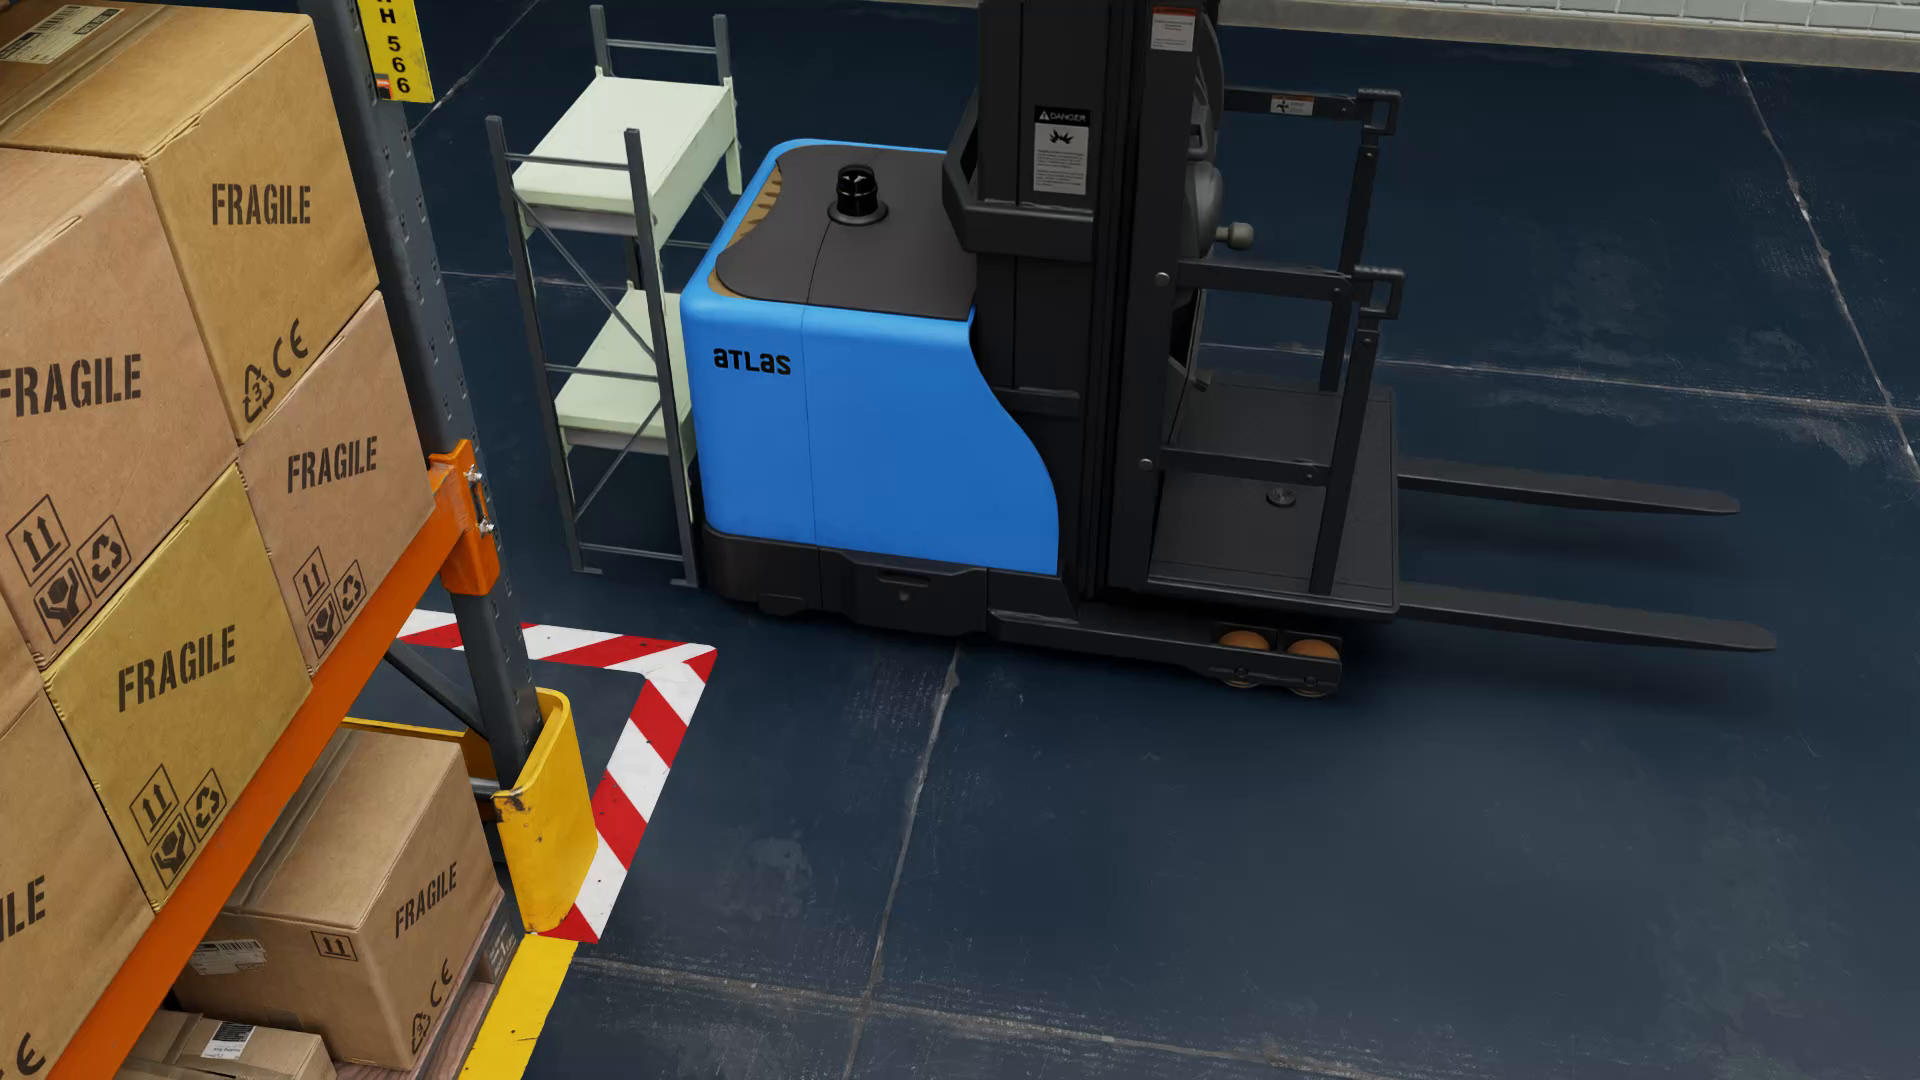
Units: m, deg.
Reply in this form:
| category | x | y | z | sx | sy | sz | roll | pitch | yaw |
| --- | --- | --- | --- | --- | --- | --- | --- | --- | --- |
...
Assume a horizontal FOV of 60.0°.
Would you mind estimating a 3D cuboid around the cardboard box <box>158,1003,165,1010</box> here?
| category | x | y | z | sx | sy | sz | roll | pitch | yaw |
| --- | --- | --- | --- | --- | --- | --- | --- | --- | --- |
| cardboard box | -1.977 | 1.109 | 3.368 | 0.500 | 0.250 | 0.500 | 6 | 40 | 8 |

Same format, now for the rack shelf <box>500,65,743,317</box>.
| category | x | y | z | sx | sy | sz | roll | pitch | yaw |
| --- | --- | --- | --- | --- | --- | --- | --- | --- | --- |
| rack shelf | -0.925 | -0.991 | 4.659 | 0.431 | 0.370 | 0.720 | 7 | 40 | 8 |

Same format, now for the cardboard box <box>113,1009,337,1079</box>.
| category | x | y | z | sx | sy | sz | roll | pitch | yaw |
| --- | --- | --- | --- | --- | --- | --- | --- | --- | --- |
| cardboard box | -1.527 | 1.130 | 3.408 | 0.380 | 0.166 | 0.250 | 6 | 40 | 8 |

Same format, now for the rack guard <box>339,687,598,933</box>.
| category | x | y | z | sx | sy | sz | roll | pitch | yaw |
| --- | --- | --- | --- | --- | --- | --- | --- | --- | --- |
| rack guard | -1.530 | 0.606 | 4.125 | 1.175 | 0.500 | 0.348 | 6 | 40 | 8 |

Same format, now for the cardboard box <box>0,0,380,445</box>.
| category | x | y | z | sx | sy | sz | roll | pitch | yaw |
| --- | --- | --- | --- | --- | --- | --- | --- | --- | --- |
| cardboard box | -1.323 | -0.519 | 2.661 | 0.500 | 0.500 | 0.500 | 6 | 40 | 7 |

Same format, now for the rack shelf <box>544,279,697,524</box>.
| category | x | y | z | sx | sy | sz | roll | pitch | yaw |
| --- | --- | --- | --- | --- | --- | --- | --- | --- | --- |
| rack shelf | -0.925 | -0.439 | 5.116 | 0.431 | 0.370 | 0.720 | 7 | 40 | 8 |

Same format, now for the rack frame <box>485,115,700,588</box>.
| category | x | y | z | sx | sy | sz | roll | pitch | yaw |
| --- | --- | --- | --- | --- | --- | --- | --- | --- | --- |
| rack frame | -0.995 | -0.462 | 4.631 | 0.400 | 1.500 | 0.023 | 7 | 40 | 8 |

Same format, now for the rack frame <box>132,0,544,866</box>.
| category | x | y | z | sx | sy | sz | roll | pitch | yaw |
| --- | --- | --- | --- | --- | --- | --- | --- | --- | --- |
| rack frame | -1.517 | -0.405 | 3.386 | 1.000 | 3.000 | 0.127 | 6 | 40 | 8 |

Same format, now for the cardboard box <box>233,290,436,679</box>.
| category | x | y | z | sx | sy | sz | roll | pitch | yaw |
| --- | --- | --- | --- | --- | --- | --- | --- | --- | --- |
| cardboard box | -1.326 | -0.133 | 2.978 | 0.500 | 0.500 | 0.500 | 8 | 40 | 9 |

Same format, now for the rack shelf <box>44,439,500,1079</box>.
| category | x | y | z | sx | sy | sz | roll | pitch | yaw |
| --- | --- | --- | --- | --- | --- | --- | --- | --- | --- |
| rack shelf | -1.863 | 1.127 | 2.097 | 1.077 | 0.370 | 4.000 | 6 | 40 | 8 |

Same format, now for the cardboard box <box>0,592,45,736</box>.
| category | x | y | z | sx | sy | sz | roll | pitch | yaw |
| --- | --- | --- | --- | --- | --- | --- | --- | --- | --- |
| cardboard box | -1.494 | 0.124 | 1.883 | 0.500 | 0.500 | 0.500 | 7 | 40 | 9 |

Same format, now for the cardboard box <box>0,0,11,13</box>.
| category | x | y | z | sx | sy | sz | roll | pitch | yaw |
| --- | --- | --- | --- | --- | --- | --- | --- | --- | --- |
| cardboard box | -1.853 | -0.580 | 2.734 | 0.500 | 0.500 | 0.500 | 8 | 40 | 9 |

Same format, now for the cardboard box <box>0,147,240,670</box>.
| category | x | y | z | sx | sy | sz | roll | pitch | yaw |
| --- | --- | --- | --- | --- | --- | --- | --- | --- | --- |
| cardboard box | -1.409 | -0.202 | 2.278 | 0.500 | 0.500 | 0.500 | 7 | 40 | 9 |

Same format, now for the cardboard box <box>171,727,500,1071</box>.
| category | x | y | z | sx | sy | sz | roll | pitch | yaw |
| --- | --- | --- | --- | --- | --- | --- | --- | --- | --- |
| cardboard box | -1.368 | 0.757 | 3.597 | 0.500 | 0.500 | 0.500 | 6 | 40 | 8 |

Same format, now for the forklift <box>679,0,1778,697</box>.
| category | x | y | z | sx | sy | sz | roll | pitch | yaw |
| --- | --- | --- | --- | --- | --- | --- | --- | --- | --- |
| forklift | 0.812 | -1.055 | 4.225 | 3.031 | 2.935 | 1.130 | 7 | 40 | 8 |

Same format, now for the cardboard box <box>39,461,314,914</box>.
| category | x | y | z | sx | sy | sz | roll | pitch | yaw |
| --- | --- | --- | --- | --- | --- | --- | --- | --- | --- |
| cardboard box | -1.412 | 0.193 | 2.584 | 0.500 | 0.500 | 0.500 | 7 | 40 | 8 |

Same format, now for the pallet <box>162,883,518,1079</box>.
| category | x | y | z | sx | sy | sz | roll | pitch | yaw |
| --- | --- | --- | --- | --- | --- | --- | --- | --- | --- |
| pallet | -1.667 | 1.218 | 3.612 | 1.003 | 0.211 | 1.213 | 6 | 40 | 8 |

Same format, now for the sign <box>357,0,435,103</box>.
| category | x | y | z | sx | sy | sz | roll | pitch | yaw |
| --- | --- | --- | --- | --- | --- | --- | --- | --- | --- |
| sign | -0.973 | -0.900 | 2.827 | 0.100 | 0.325 | 0.005 | 6 | 40 | 8 |

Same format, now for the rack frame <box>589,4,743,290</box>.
| category | x | y | z | sx | sy | sz | roll | pitch | yaw |
| --- | --- | --- | --- | --- | --- | --- | --- | --- | --- |
| rack frame | -0.855 | -0.919 | 5.185 | 0.400 | 1.500 | 0.023 | 7 | 40 | 8 |

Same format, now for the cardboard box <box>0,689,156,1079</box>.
| category | x | y | z | sx | sy | sz | roll | pitch | yaw |
| --- | --- | --- | --- | --- | --- | --- | --- | --- | --- |
| cardboard box | -1.504 | 0.506 | 2.206 | 0.500 | 0.500 | 0.500 | 7 | 40 | 8 |

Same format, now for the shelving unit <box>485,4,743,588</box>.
| category | x | y | z | sx | sy | sz | roll | pitch | yaw |
| --- | --- | --- | --- | --- | --- | --- | --- | --- | --- |
| shelving unit | -0.925 | -0.690 | 4.908 | 0.431 | 1.500 | 0.755 | 7 | 40 | 8 |
